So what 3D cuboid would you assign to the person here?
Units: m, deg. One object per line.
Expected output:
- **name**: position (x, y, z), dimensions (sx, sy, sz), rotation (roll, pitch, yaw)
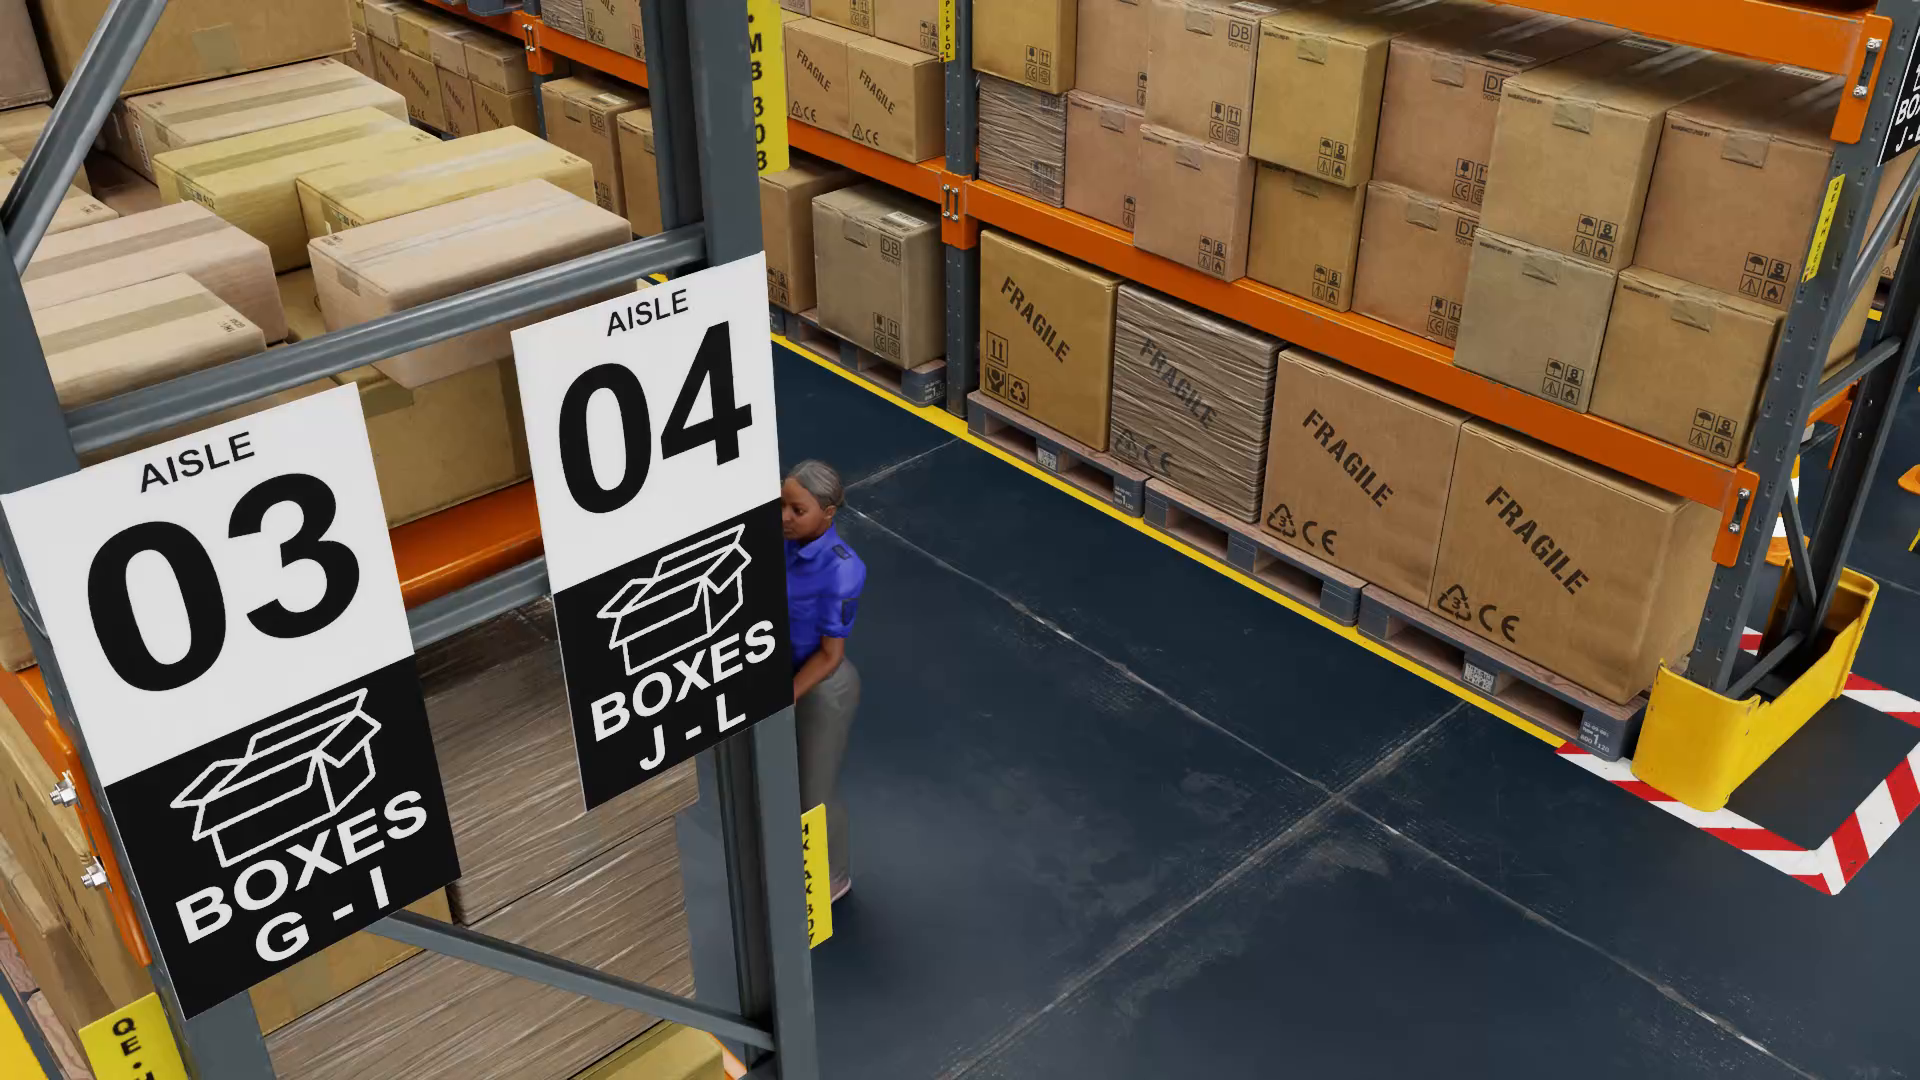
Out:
- **person**: position (-0.559, 0.479, 5.314), dimensions (0.522, 1.576, 0.451), rotation (-25, 40, -34)
